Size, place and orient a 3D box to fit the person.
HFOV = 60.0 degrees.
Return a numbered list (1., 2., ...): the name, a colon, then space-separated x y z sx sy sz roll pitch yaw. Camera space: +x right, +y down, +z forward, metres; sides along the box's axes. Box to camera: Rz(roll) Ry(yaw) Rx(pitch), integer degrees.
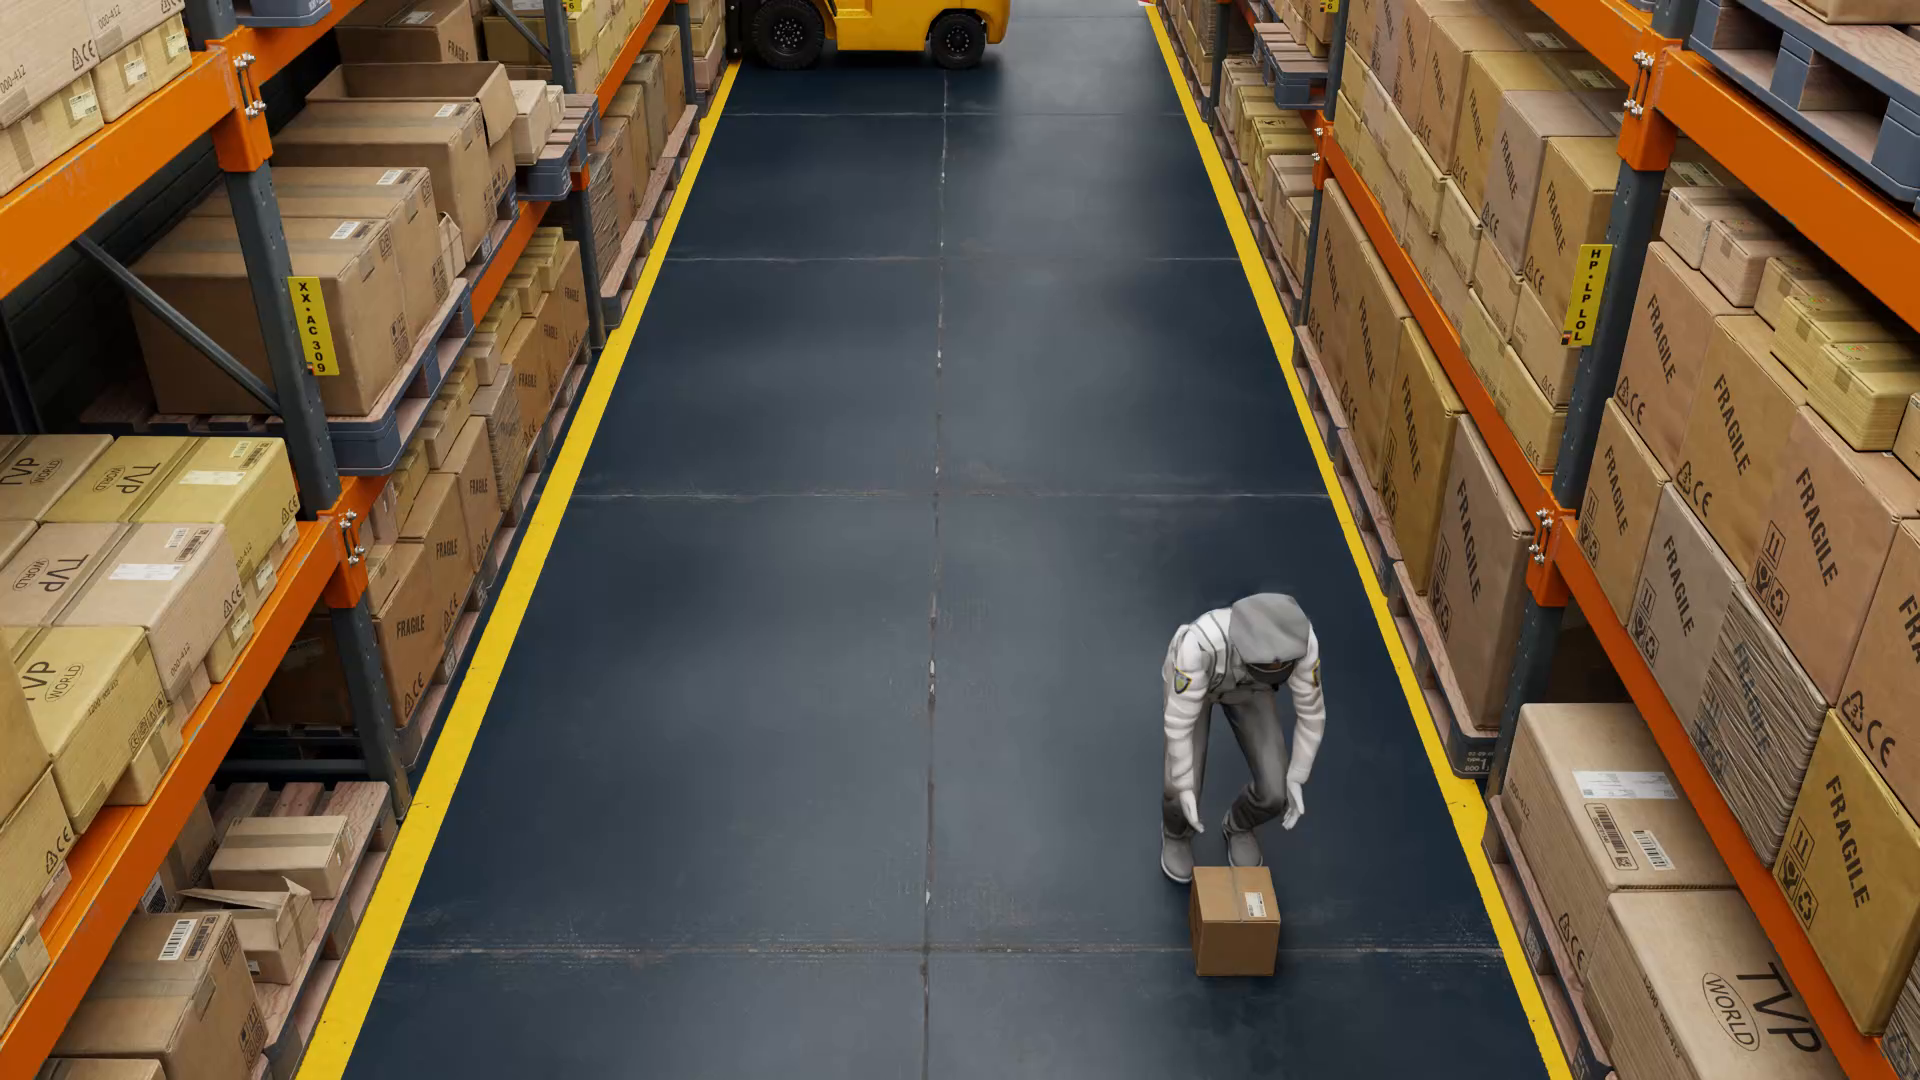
1. person: 0.923 0.613 5.530 0.531 1.263 0.765 -1 32 -1
